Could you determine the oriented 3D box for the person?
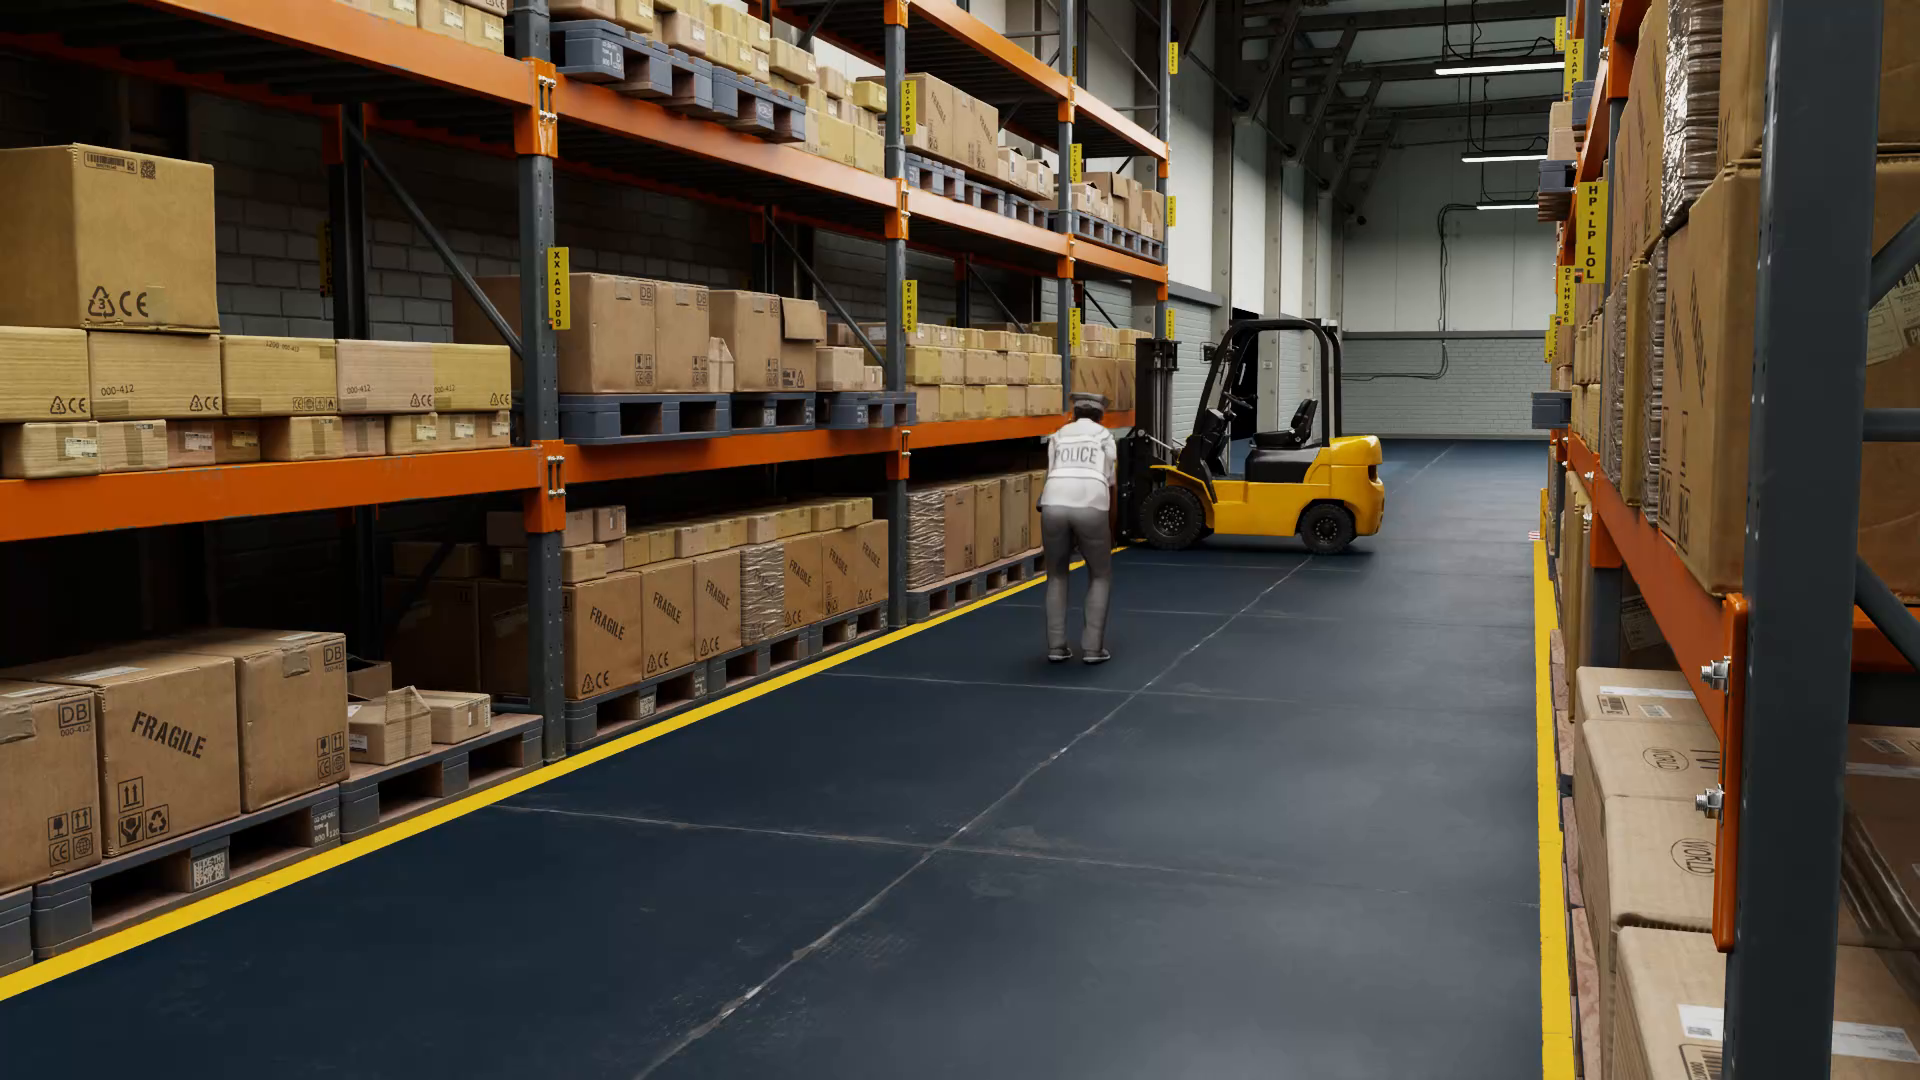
[{"bbox_3d":[0.685,-0.077,9.419,0.411,1.514,0.717,2,6,17],"label":"person"}]
